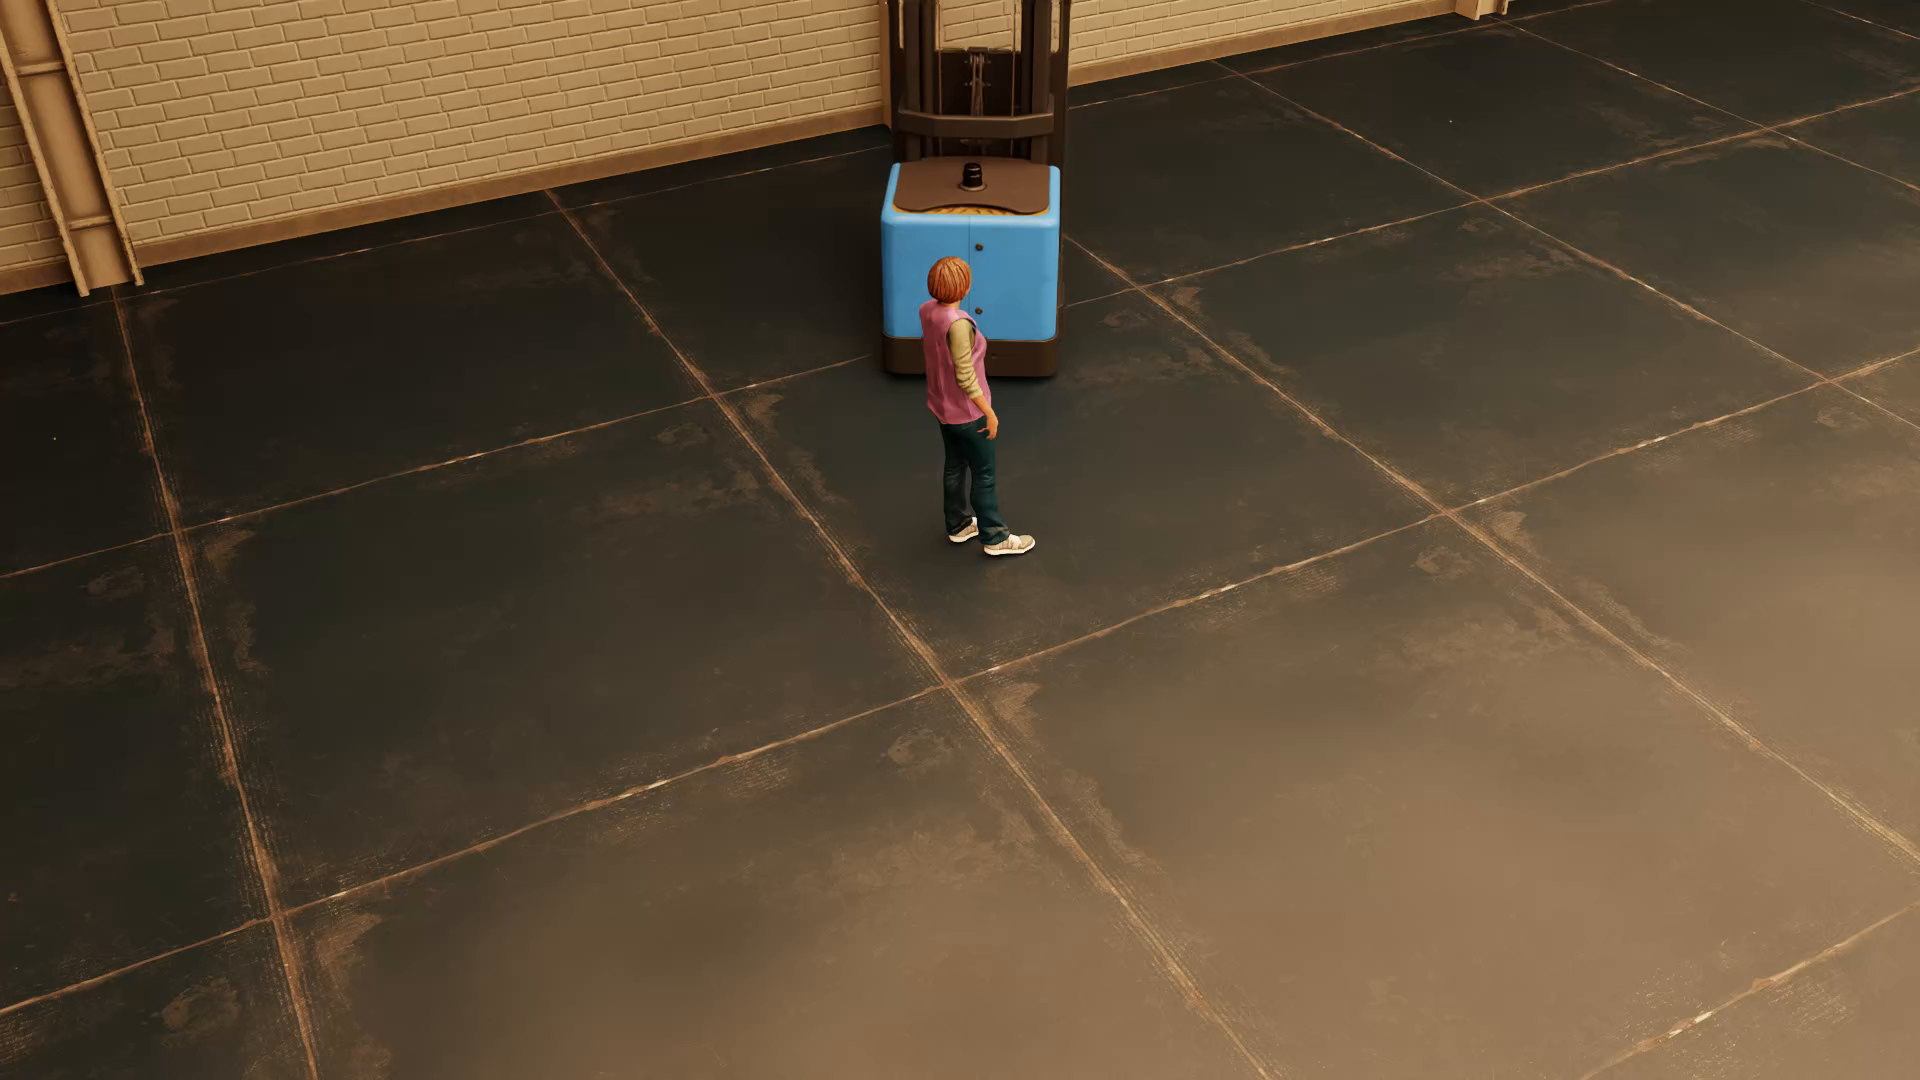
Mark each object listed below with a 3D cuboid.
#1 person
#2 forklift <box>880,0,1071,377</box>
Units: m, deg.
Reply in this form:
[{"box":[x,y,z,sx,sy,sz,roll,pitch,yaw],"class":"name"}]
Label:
[{"box":[0.071,-0.671,8.215,0.476,1.596,0.520,-17,39,-23],"class":"person"},{"box":[0.129,-2.994,10.359,1.130,2.935,3.031,2,35,2],"class":"forklift"}]
